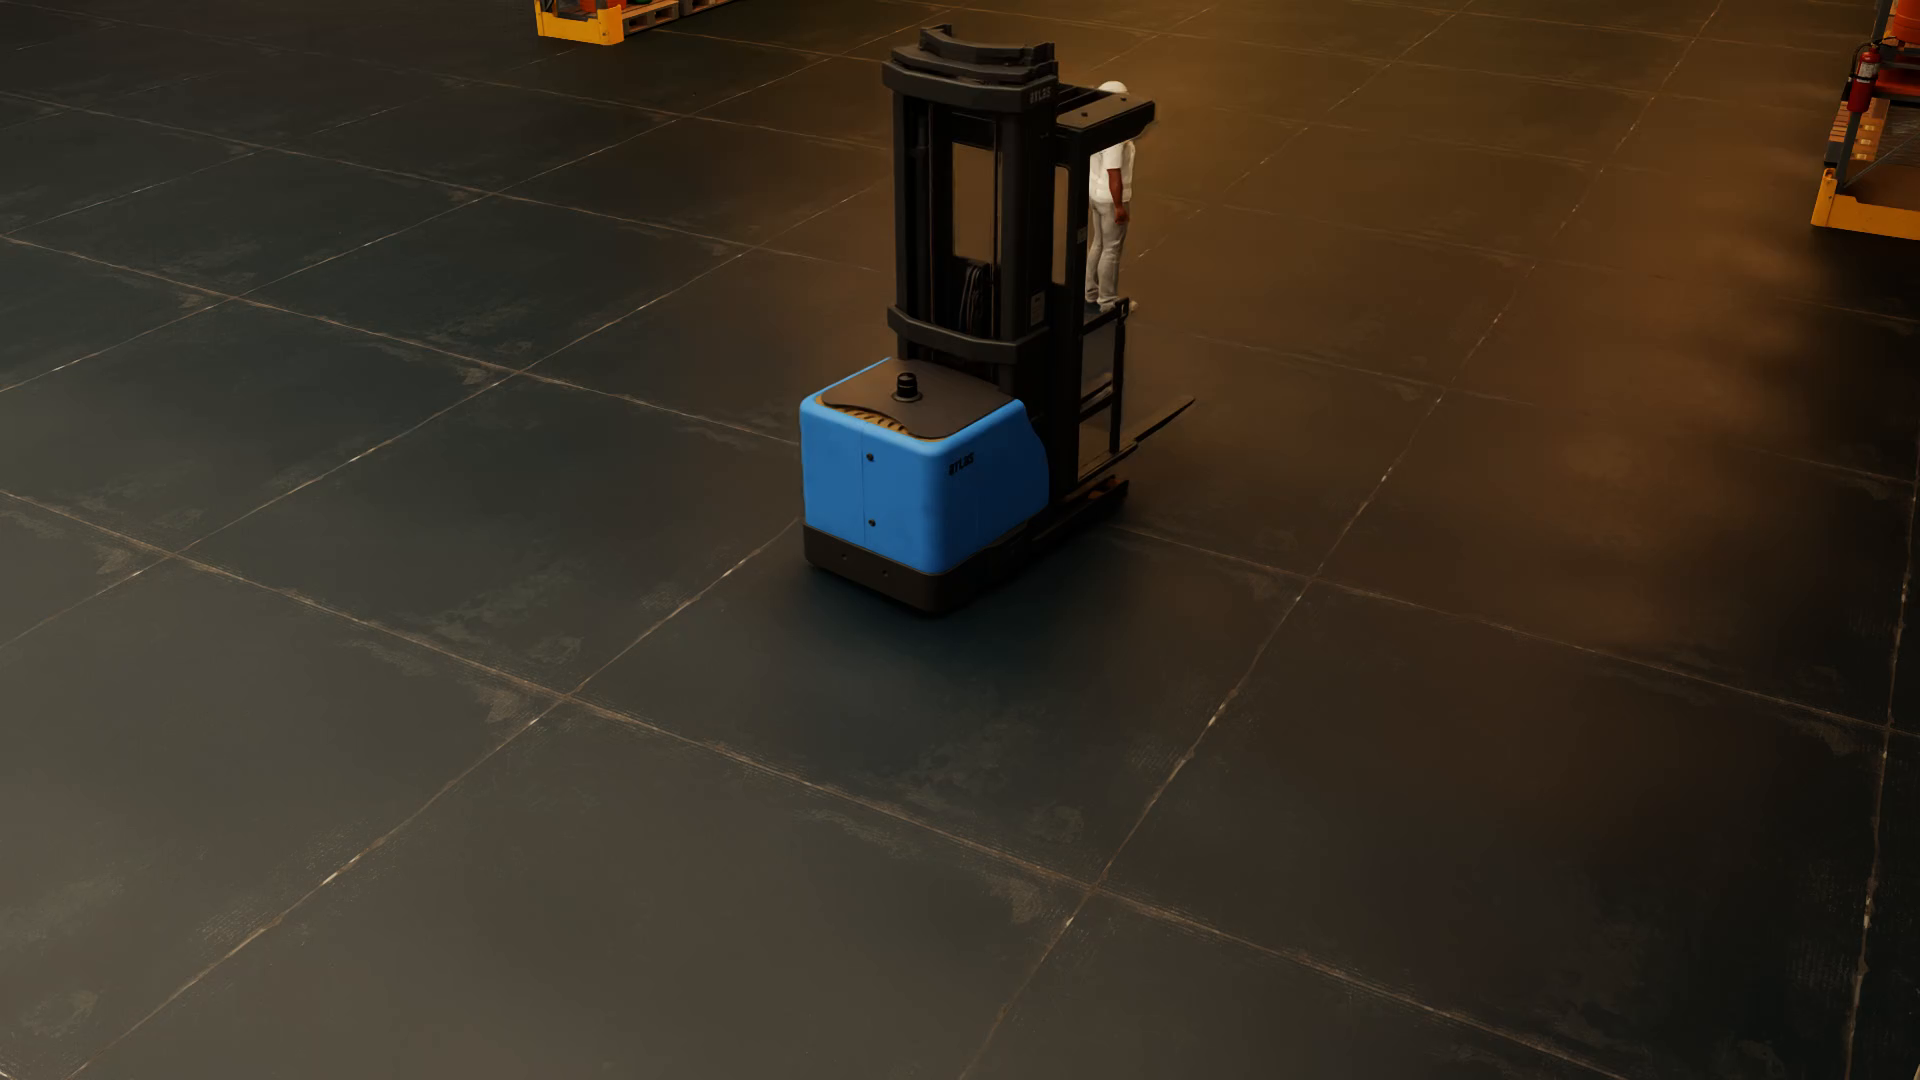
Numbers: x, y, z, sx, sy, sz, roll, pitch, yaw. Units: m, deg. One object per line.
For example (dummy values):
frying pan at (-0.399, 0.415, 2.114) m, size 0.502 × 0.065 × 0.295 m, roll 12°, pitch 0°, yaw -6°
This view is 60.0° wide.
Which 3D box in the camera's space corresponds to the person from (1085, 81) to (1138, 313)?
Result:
person at (1.171, -2.645, 12.820) m, size 0.387 × 1.771 × 0.614 m, roll -9°, pitch 31°, yaw -15°

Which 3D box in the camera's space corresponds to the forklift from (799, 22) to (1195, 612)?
forklift at (0.394, -1.544, 9.747) m, size 1.130 × 2.935 × 3.031 m, roll 21°, pitch 36°, yaw 32°
